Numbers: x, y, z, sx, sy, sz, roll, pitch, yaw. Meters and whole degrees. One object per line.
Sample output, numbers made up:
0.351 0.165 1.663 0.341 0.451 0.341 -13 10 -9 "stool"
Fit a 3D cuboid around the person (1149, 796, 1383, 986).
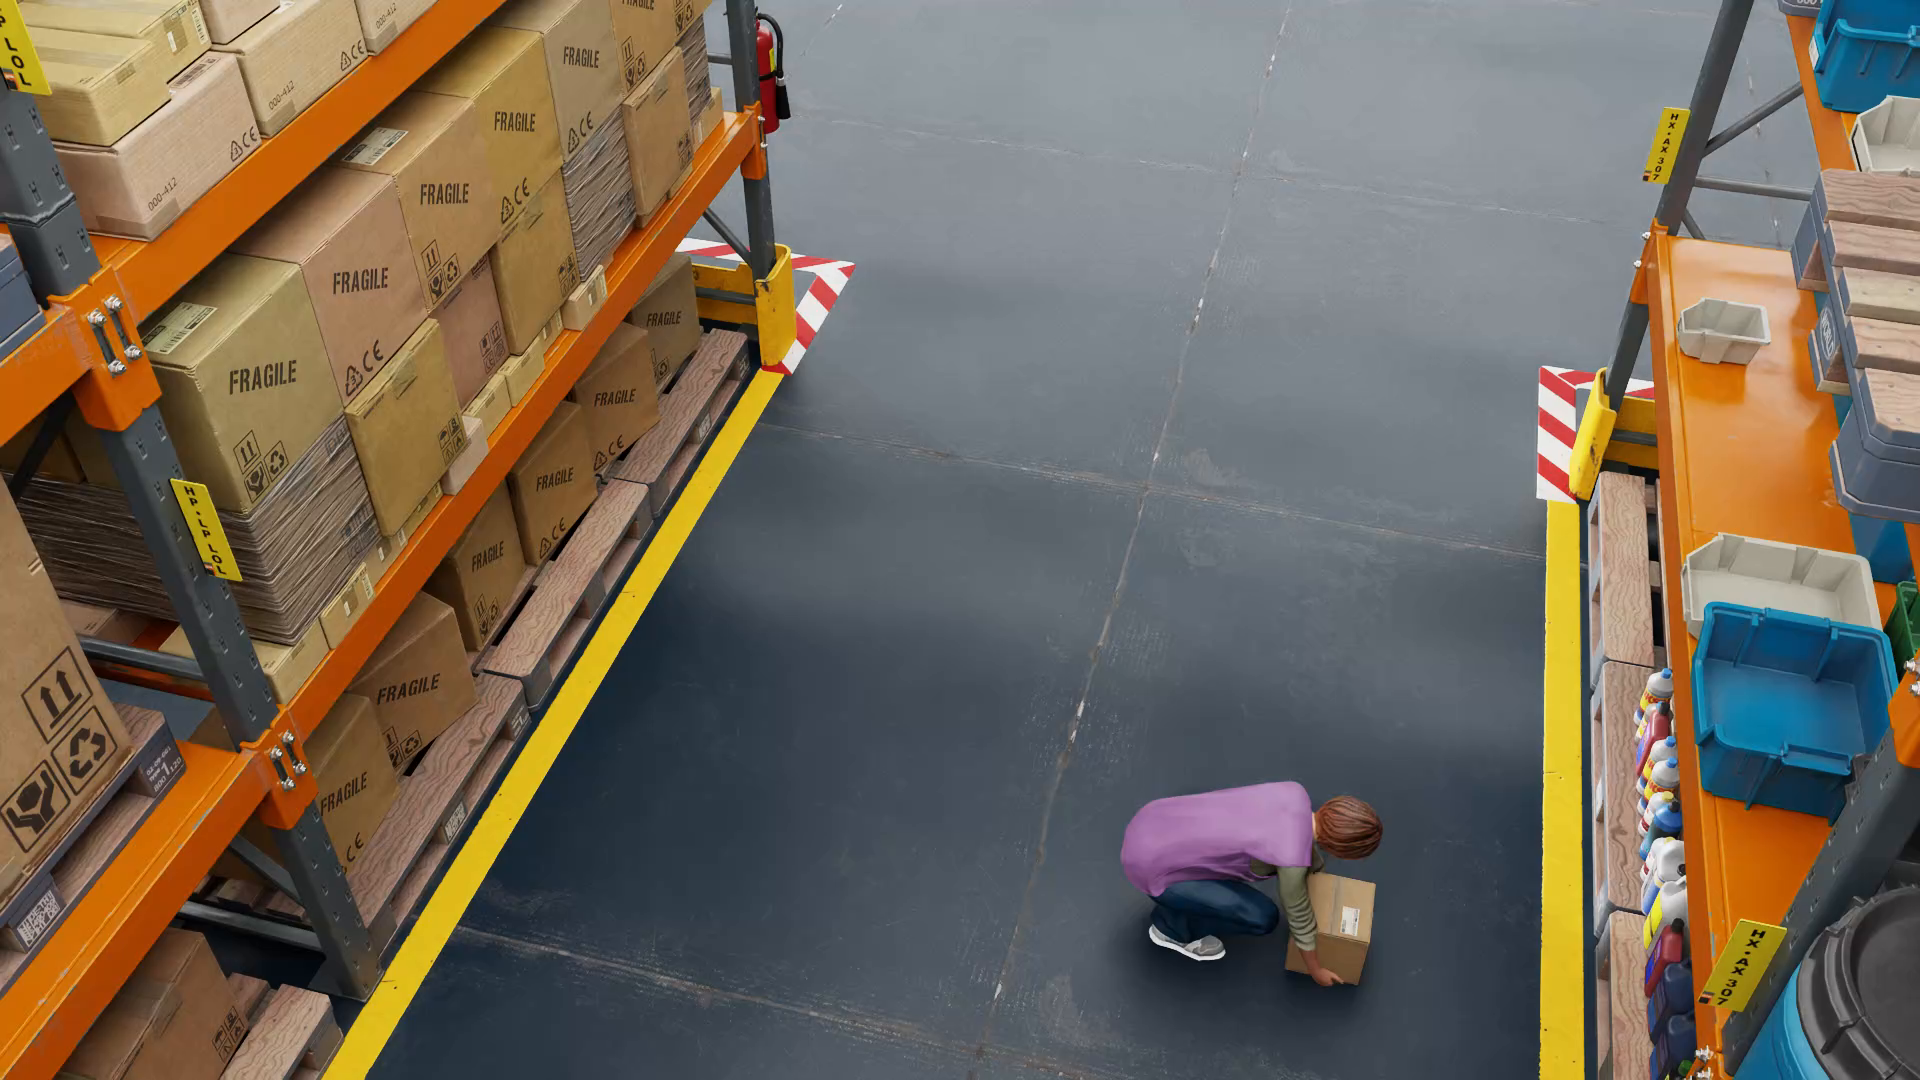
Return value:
0.969 1.116 5.635 0.816 0.757 0.382 10 43 11 "person"
